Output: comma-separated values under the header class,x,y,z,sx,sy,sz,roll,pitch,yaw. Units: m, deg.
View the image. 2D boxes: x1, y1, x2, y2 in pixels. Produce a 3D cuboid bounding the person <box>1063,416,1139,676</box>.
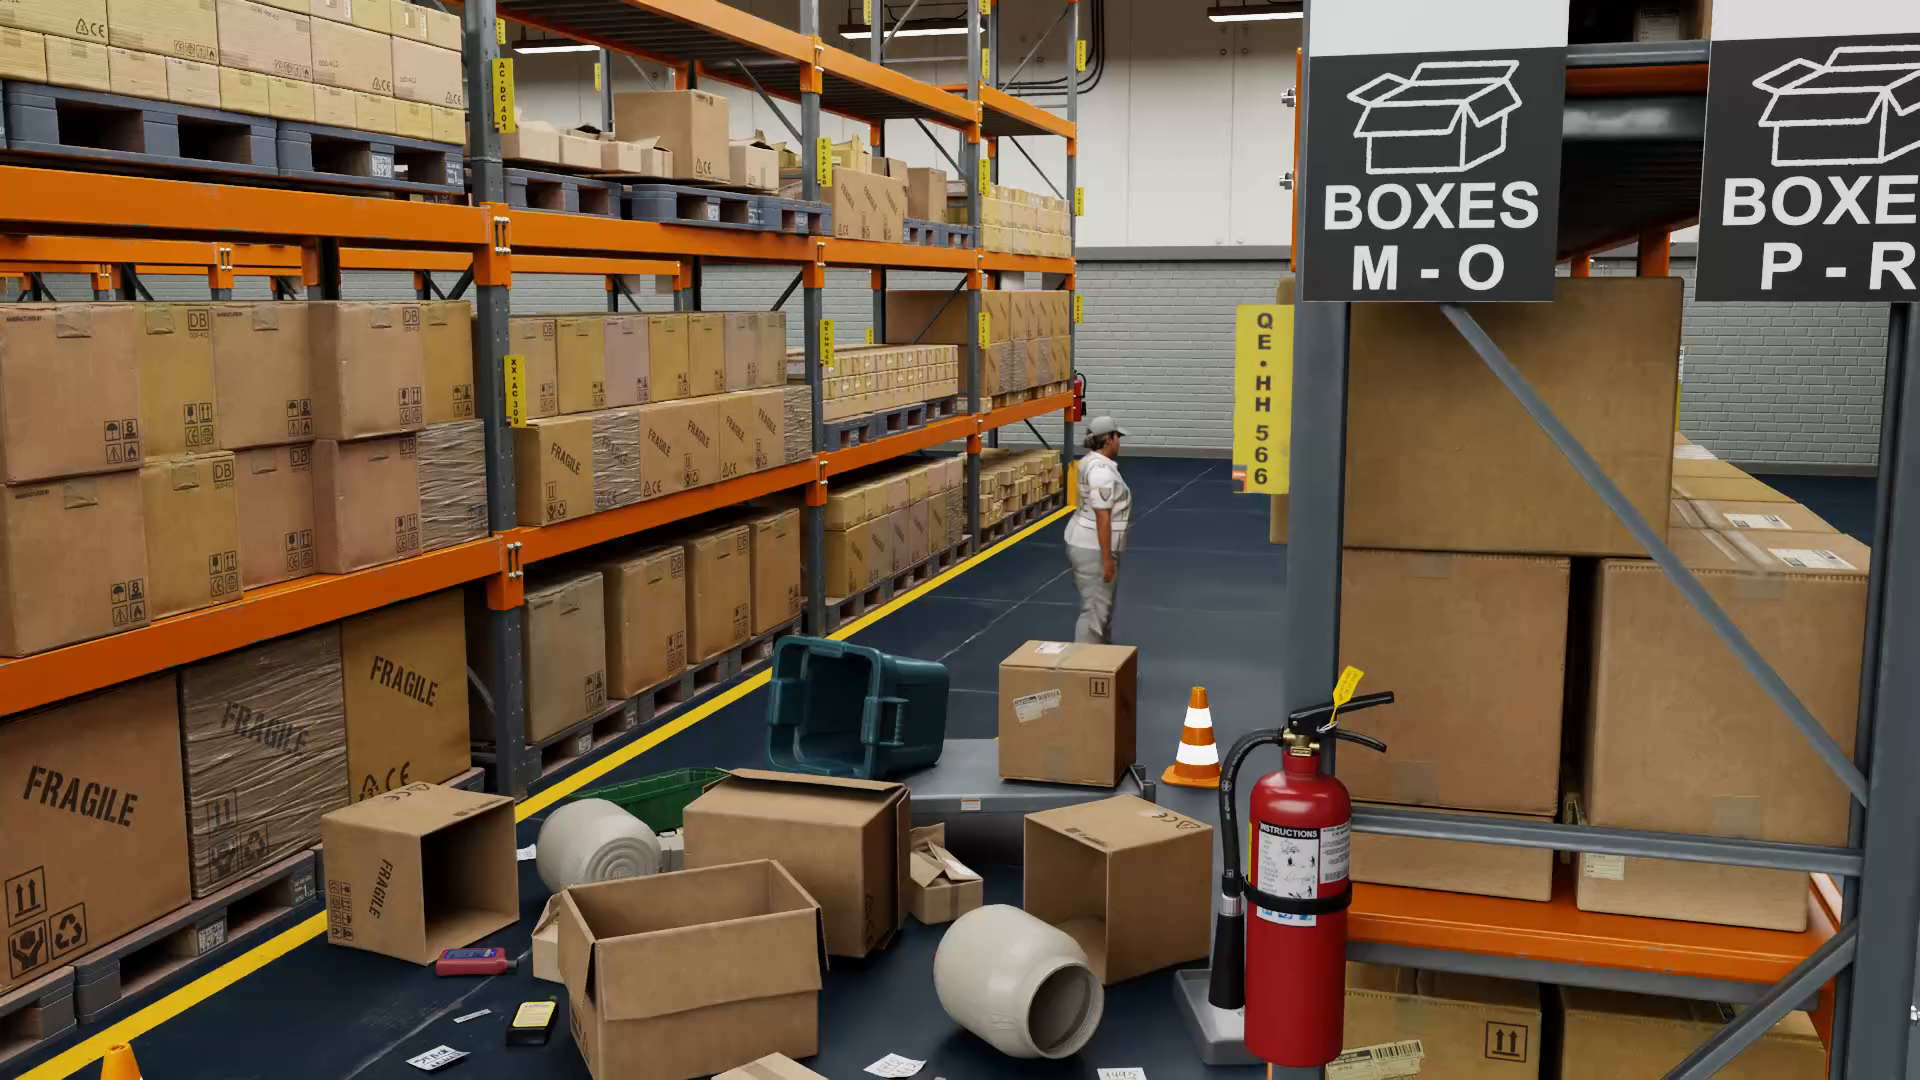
class,x,y,z,sx,sy,sz,roll,pitch,yaw
person,0.879,0.087,10.101,0.483,1.674,0.549,-1,8,-4
